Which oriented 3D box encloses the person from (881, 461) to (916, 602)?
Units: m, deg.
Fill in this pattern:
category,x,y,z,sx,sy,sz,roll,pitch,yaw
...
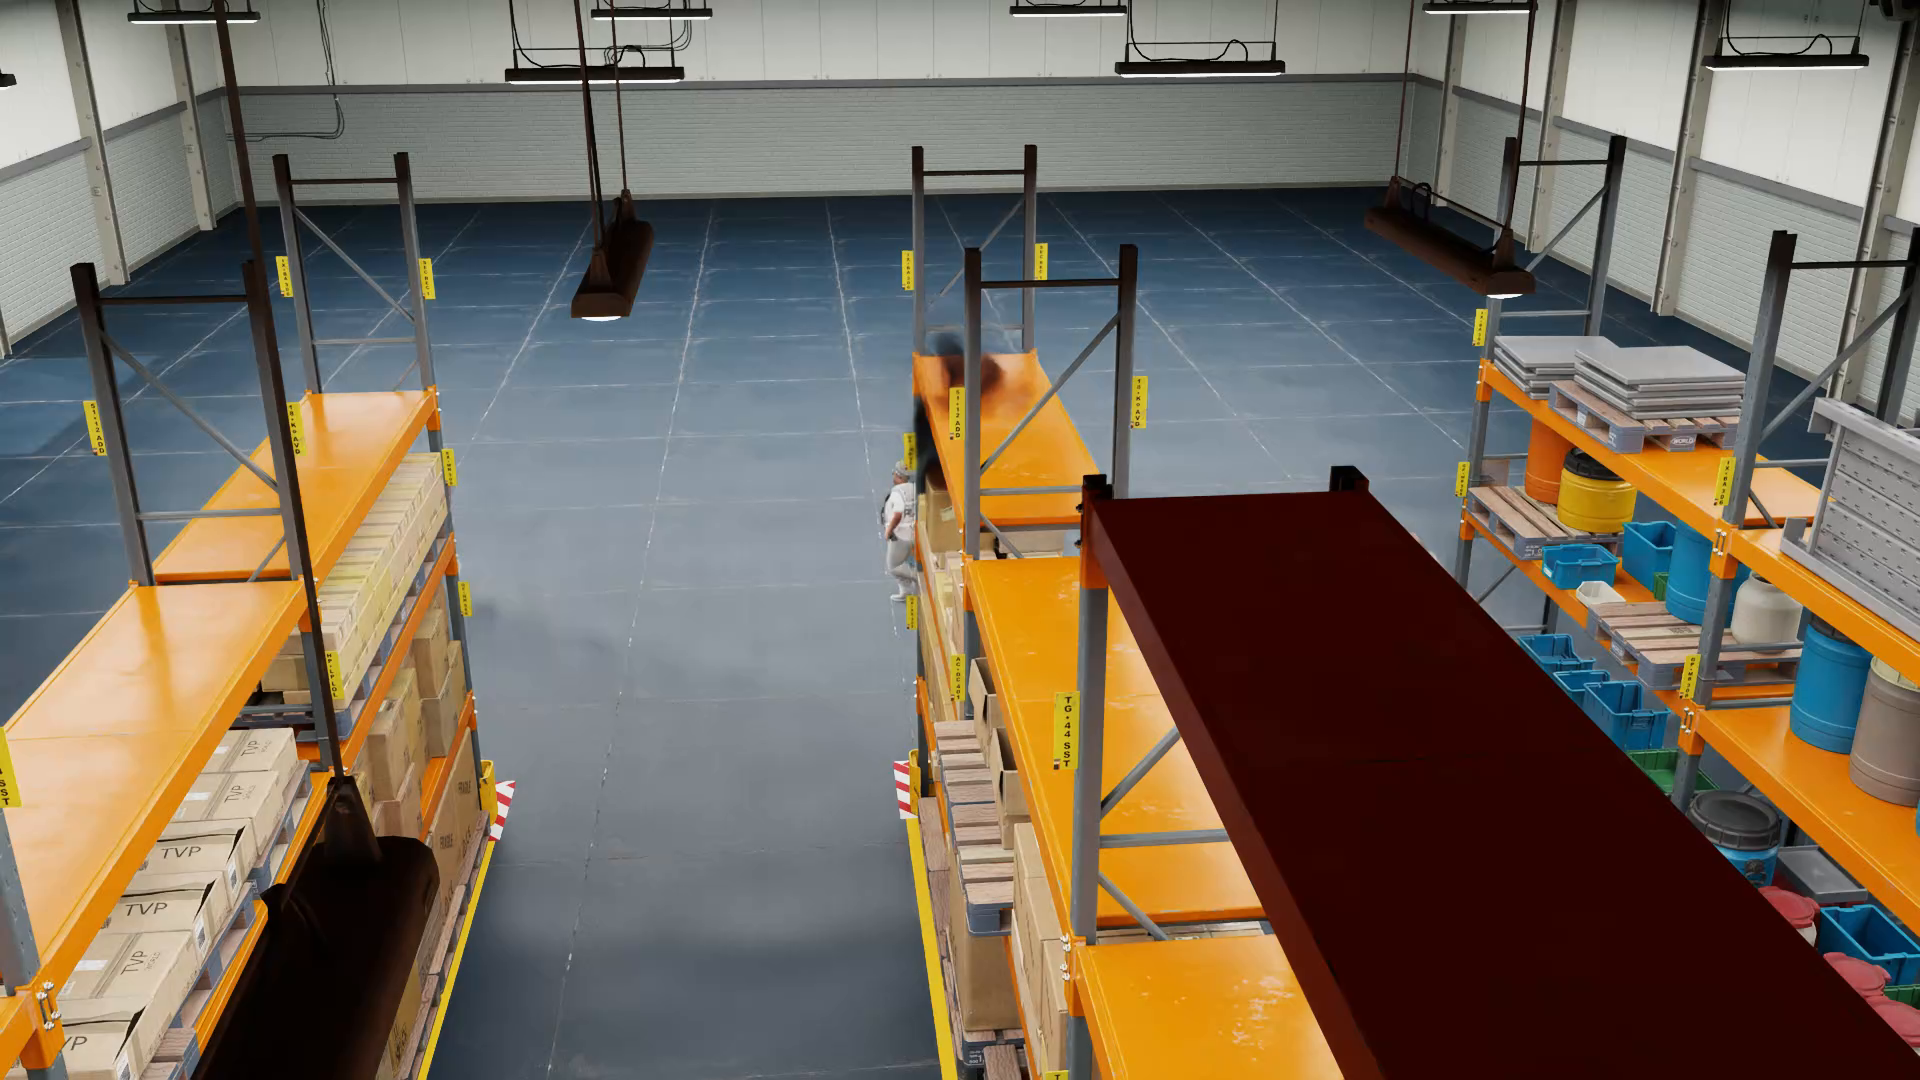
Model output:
category,x,y,z,sx,sy,sz,roll,pitch,yaw
person,-0.581,-0.047,19.416,0.667,1.770,0.669,12,25,28
